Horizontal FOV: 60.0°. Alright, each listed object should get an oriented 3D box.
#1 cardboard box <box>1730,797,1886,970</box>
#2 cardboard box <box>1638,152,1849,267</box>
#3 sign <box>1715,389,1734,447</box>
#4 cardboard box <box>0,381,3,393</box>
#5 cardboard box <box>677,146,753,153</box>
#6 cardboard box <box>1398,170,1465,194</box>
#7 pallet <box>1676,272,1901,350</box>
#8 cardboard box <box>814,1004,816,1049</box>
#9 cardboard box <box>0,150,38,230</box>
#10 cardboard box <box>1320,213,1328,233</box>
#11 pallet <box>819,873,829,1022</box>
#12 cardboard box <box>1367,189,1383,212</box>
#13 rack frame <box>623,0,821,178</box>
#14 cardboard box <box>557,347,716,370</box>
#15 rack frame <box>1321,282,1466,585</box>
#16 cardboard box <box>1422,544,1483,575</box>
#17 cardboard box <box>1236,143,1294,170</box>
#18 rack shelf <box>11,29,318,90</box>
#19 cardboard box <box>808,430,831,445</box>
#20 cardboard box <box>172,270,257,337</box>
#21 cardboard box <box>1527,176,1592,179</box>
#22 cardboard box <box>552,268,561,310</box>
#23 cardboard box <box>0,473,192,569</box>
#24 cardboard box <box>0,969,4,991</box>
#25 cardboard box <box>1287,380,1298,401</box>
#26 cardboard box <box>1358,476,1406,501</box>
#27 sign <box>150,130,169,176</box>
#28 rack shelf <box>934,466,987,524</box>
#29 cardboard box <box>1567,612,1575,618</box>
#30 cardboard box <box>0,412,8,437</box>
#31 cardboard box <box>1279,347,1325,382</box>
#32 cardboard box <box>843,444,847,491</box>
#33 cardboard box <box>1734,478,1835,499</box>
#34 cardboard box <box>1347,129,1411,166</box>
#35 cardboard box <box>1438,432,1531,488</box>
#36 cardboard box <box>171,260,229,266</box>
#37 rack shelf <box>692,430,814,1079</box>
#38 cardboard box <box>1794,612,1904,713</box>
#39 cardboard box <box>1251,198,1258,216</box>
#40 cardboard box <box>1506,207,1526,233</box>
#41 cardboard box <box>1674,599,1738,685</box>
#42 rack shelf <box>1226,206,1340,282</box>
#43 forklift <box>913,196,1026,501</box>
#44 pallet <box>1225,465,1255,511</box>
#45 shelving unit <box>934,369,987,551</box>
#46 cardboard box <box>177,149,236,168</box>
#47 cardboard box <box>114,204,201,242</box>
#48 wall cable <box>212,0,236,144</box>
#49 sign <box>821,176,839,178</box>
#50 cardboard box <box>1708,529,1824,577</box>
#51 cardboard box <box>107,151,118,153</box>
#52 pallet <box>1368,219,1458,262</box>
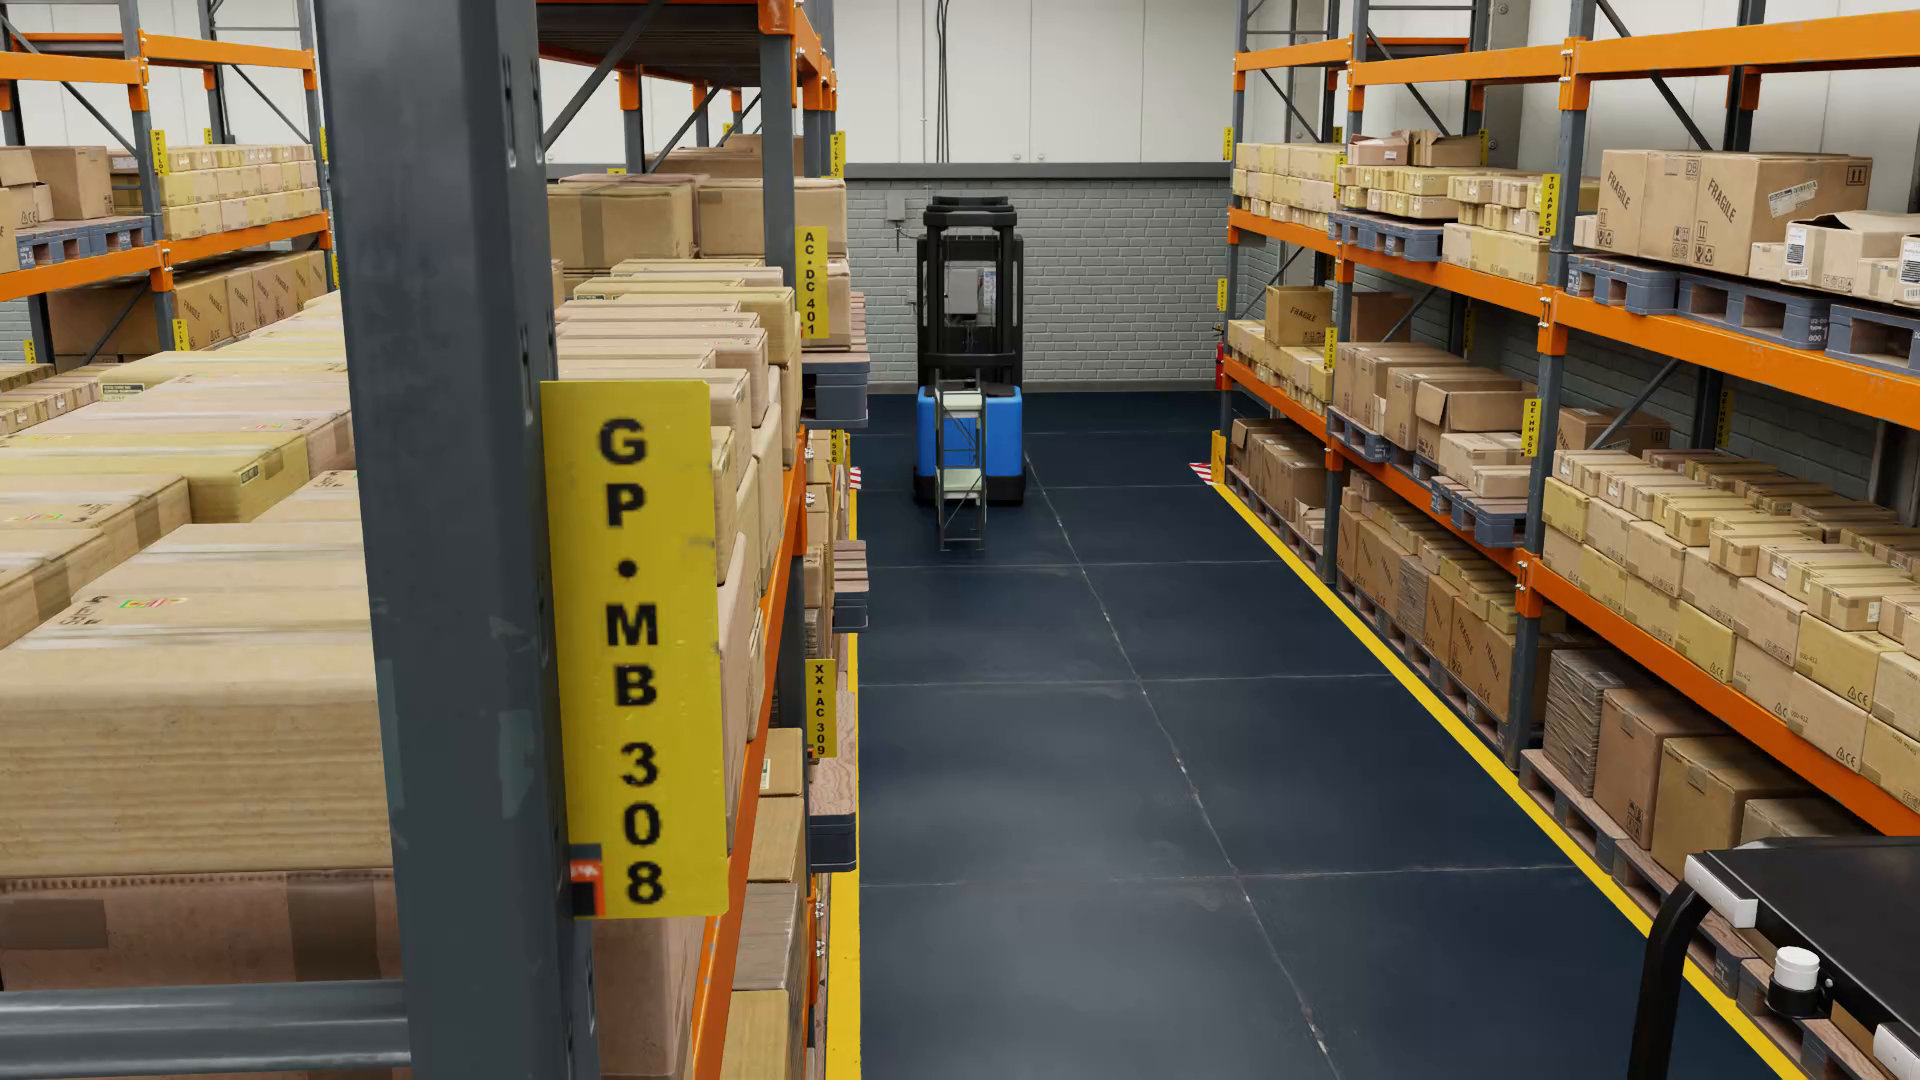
[{"bbox_3d":[3.891,1.505,7.079,0.875,0.625,0.625,-1,14,-4],"label":"cardboard box"},{"bbox_3d":[3.660,-1.558,7.800,0.700,0.500,0.500,-1,14,-5],"label":"cardboard box"},{"bbox_3d":[4.281,-0.684,9.340,0.100,0.325,0.005,-1,14,-3],"label":"sign"},{"bbox_3d":[-6.794,-0.999,11.356,0.380,0.149,0.250,-1,14,-4],"label":"cardboard box"},{"bbox_3d":[-1.710,-2.511,11.705,0.500,0.500,0.500,-1,14,-4],"label":"cardboard box"},{"bbox_3d":[3.208,-2.435,11.313,0.380,0.149,0.250,-1,14,-3],"label":"cardboard box"},{"bbox_3d":[3.931,-1.029,7.366,1.003,0.211,1.213,0,14,-1],"label":"pallet"},{"bbox_3d":[-1.014,1.898,6.062,0.950,0.372,0.625,-1,14,-3],"label":"cardboard box"},{"bbox_3d":[-6.444,-2.249,10.678,0.797,0.503,0.637,-1,14,-4],"label":"cardboard box"},{"bbox_3d":[3.150,-2.585,13.538,0.380,0.149,0.250,-1,14,-4],"label":"cardboard box"},{"bbox_3d":[-1.107,1.812,7.562,1.003,0.211,1.213,-1,14,-3],"label":"pallet"},{"bbox_3d":[3.126,-2.420,11.853,0.380,0.149,0.250,-1,14,-3],"label":"cardboard box"},{"bbox_3d":[-1.227,-2.941,8.398,1.000,3.000,0.127,-1,14,-3],"label":"rack frame"},{"bbox_3d":[-0.613,-0.234,2.800,0.380,0.149,0.250,-1,14,-2],"label":"cardboard box"},{"bbox_3d":[3.479,-1.108,13.314,1.000,3.000,0.127,-1,14,-3],"label":"rack frame"},{"bbox_3d":[3.389,0.130,11.371,0.380,0.149,0.250,-2,15,-6],"label":"cardboard box"},{"bbox_3d":[3.008,-3.755,16.282,0.500,0.250,0.500,-1,14,-4],"label":"cardboard box"},{"bbox_3d":[-6.533,-3.982,13.893,1.077,0.370,4.000,-1,14,-3],"label":"rack shelf"},{"bbox_3d":[-0.921,-0.323,8.621,0.500,0.500,0.500,-1,14,-5],"label":"cardboard box"},{"bbox_3d":[-6.241,-1.976,13.883,0.500,0.500,0.500,-1,14,-3],"label":"cardboard box"},{"bbox_3d":[3.842,-2.241,10.599,0.380,0.149,0.250,-1,14,-4],"label":"cardboard box"},{"bbox_3d":[-1.240,-0.611,4.264,0.380,0.149,0.250,0,14,-2],"label":"cardboard box"},{"bbox_3d":[-1.059,0.029,1.778,0.380,0.149,0.250,-1,14,-4],"label":"cardboard box"},{"bbox_3d":[-1.032,0.307,1.500,0.500,0.250,0.500,-1,14,-4],"label":"cardboard box"},{"bbox_3d":[3.096,-1.319,14.639,0.380,0.149,0.250,-1,14,-4],"label":"cardboard box"},{"bbox_3d":[3.300,-0.402,12.844,0.380,0.149,0.250,-2,15,-6],"label":"cardboard box"},{"bbox_3d":[-5.855,-2.832,12.167,0.100,0.325,0.005,-1,14,-3],"label":"sign"},{"bbox_3d":[0.000,-0.409,14.914,0.431,0.370,0.720,-1,14,-3],"label":"rack shelf"},{"bbox_3d":[3.970,0.662,10.606,0.500,0.500,0.500,-1,14,-3],"label":"cardboard box"},{"bbox_3d":[-6.061,-0.683,10.129,0.380,0.149,0.250,0,14,-1],"label":"cardboard box"},{"bbox_3d":[3.141,-1.551,14.739,0.500,0.250,0.500,-1,14,-4],"label":"cardboard box"},{"bbox_3d":[-1.517,-0.598,15.630,0.875,0.438,0.875,0,14,-2],"label":"cardboard box"},{"bbox_3d":[4.117,-0.210,8.319,0.380,0.149,0.250,-1,14,-5],"label":"cardboard box"},{"bbox_3d":[3.149,-2.955,12.506,0.396,0.266,0.258,-1,14,-4],"label":"cardboard box"},{"bbox_3d":[3.339,-0.502,10.414,0.500,0.250,0.500,-2,15,-6],"label":"cardboard box"},{"bbox_3d":[-6.846,-2.230,14.869,0.500,0.500,0.500,-1,14,-5],"label":"cardboard box"},{"bbox_3d":[-0.855,0.352,3.062,1.077,0.370,4.000,-1,14,-3],"label":"rack shelf"},{"bbox_3d":[3.650,0.466,6.494,0.500,0.250,0.500,-1,14,-5],"label":"cardboard box"},{"bbox_3d":[2.973,-3.159,15.768,0.380,0.149,0.250,-1,14,-2],"label":"cardboard box"},{"bbox_3d":[3.477,-1.902,9.878,0.380,0.149,0.250,-1,14,-2],"label":"cardboard box"},{"bbox_3d":[3.606,0.456,7.537,0.500,0.250,0.500,0,14,-2],"label":"cardboard box"},{"bbox_3d":[3.355,-2.710,14.963,1.077,0.370,4.000,-1,14,-3],"label":"rack shelf"},{"bbox_3d":[0.105,-2.114,17.362,1.130,2.935,3.031,0,14,0],"label":"forklift"},{"bbox_3d":[3.286,-0.535,16.684,1.003,0.211,1.213,-1,14,-3],"label":"pallet"},{"bbox_3d":[0.000,-0.725,14.833,0.431,1.500,0.755,-1,14,-3],"label":"shelving unit"},{"bbox_3d":[-6.219,-3.148,13.720,0.380,0.149,0.250,0,14,-1],"label":"cardboard box"},{"bbox_3d":[-6.174,-2.428,12.726,0.500,0.250,0.500,0,14,-1],"label":"cardboard box"},{"bbox_3d":[-8.524,-7.795,20.808,2.277,5.999,0.120,-1,14,-3],"label":"wall cable"},{"bbox_3d":[-0.685,-1.747,8.738,0.100,0.325,0.005,-1,14,-3],"label":"sign"},{"bbox_3d":[3.530,0.055,7.290,0.380,0.149,0.250,-1,14,-5],"label":"cardboard box"},{"bbox_3d":[-6.785,-2.944,12.925,0.380,0.149,0.250,-1,14,-4],"label":"cardboard box"},{"bbox_3d":[3.517,-2.049,11.327,1.213,0.211,1.003,-1,14,-3],"label":"pallet"}]
